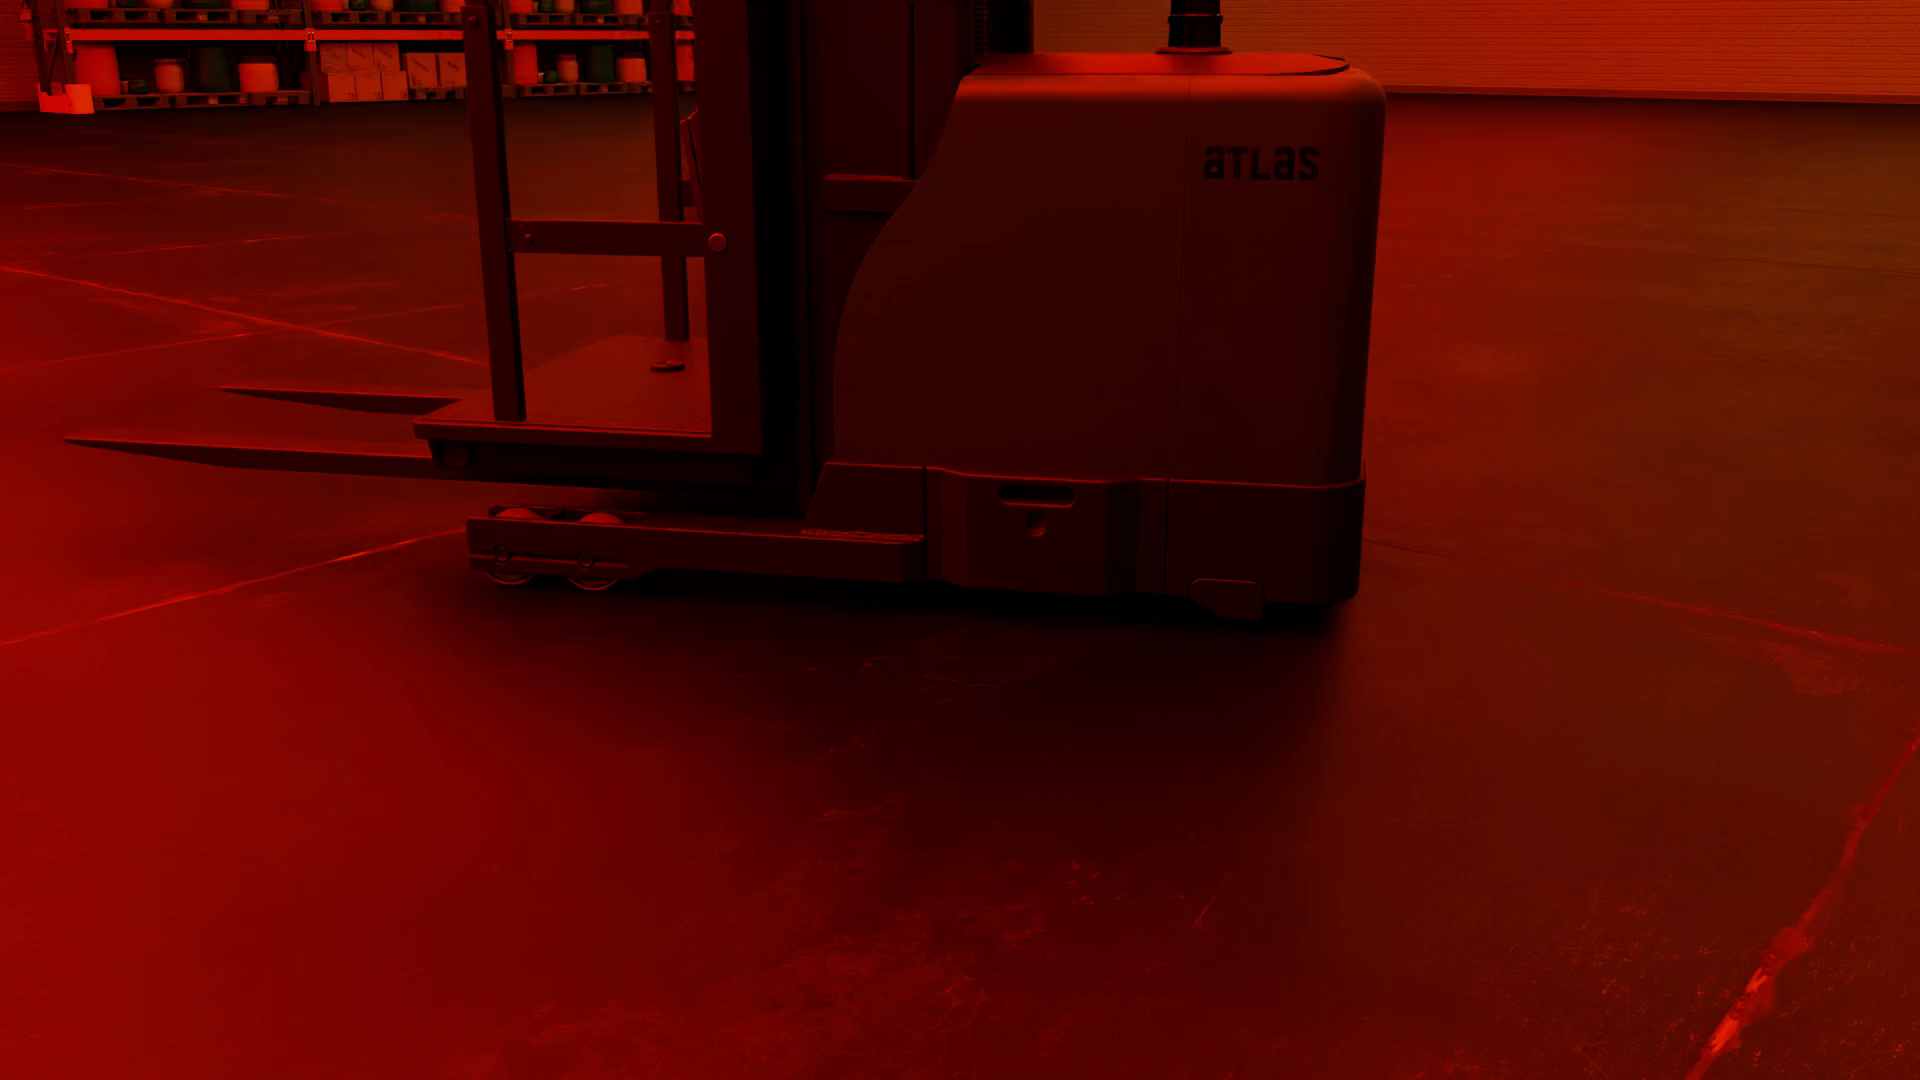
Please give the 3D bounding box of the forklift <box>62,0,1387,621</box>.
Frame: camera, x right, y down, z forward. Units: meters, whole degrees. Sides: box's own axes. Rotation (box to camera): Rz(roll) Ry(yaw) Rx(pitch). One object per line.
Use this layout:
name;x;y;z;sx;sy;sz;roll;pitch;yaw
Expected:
forklift;-0.598;-1.438;3.633;3.031;2.935;1.130;3;17;11
